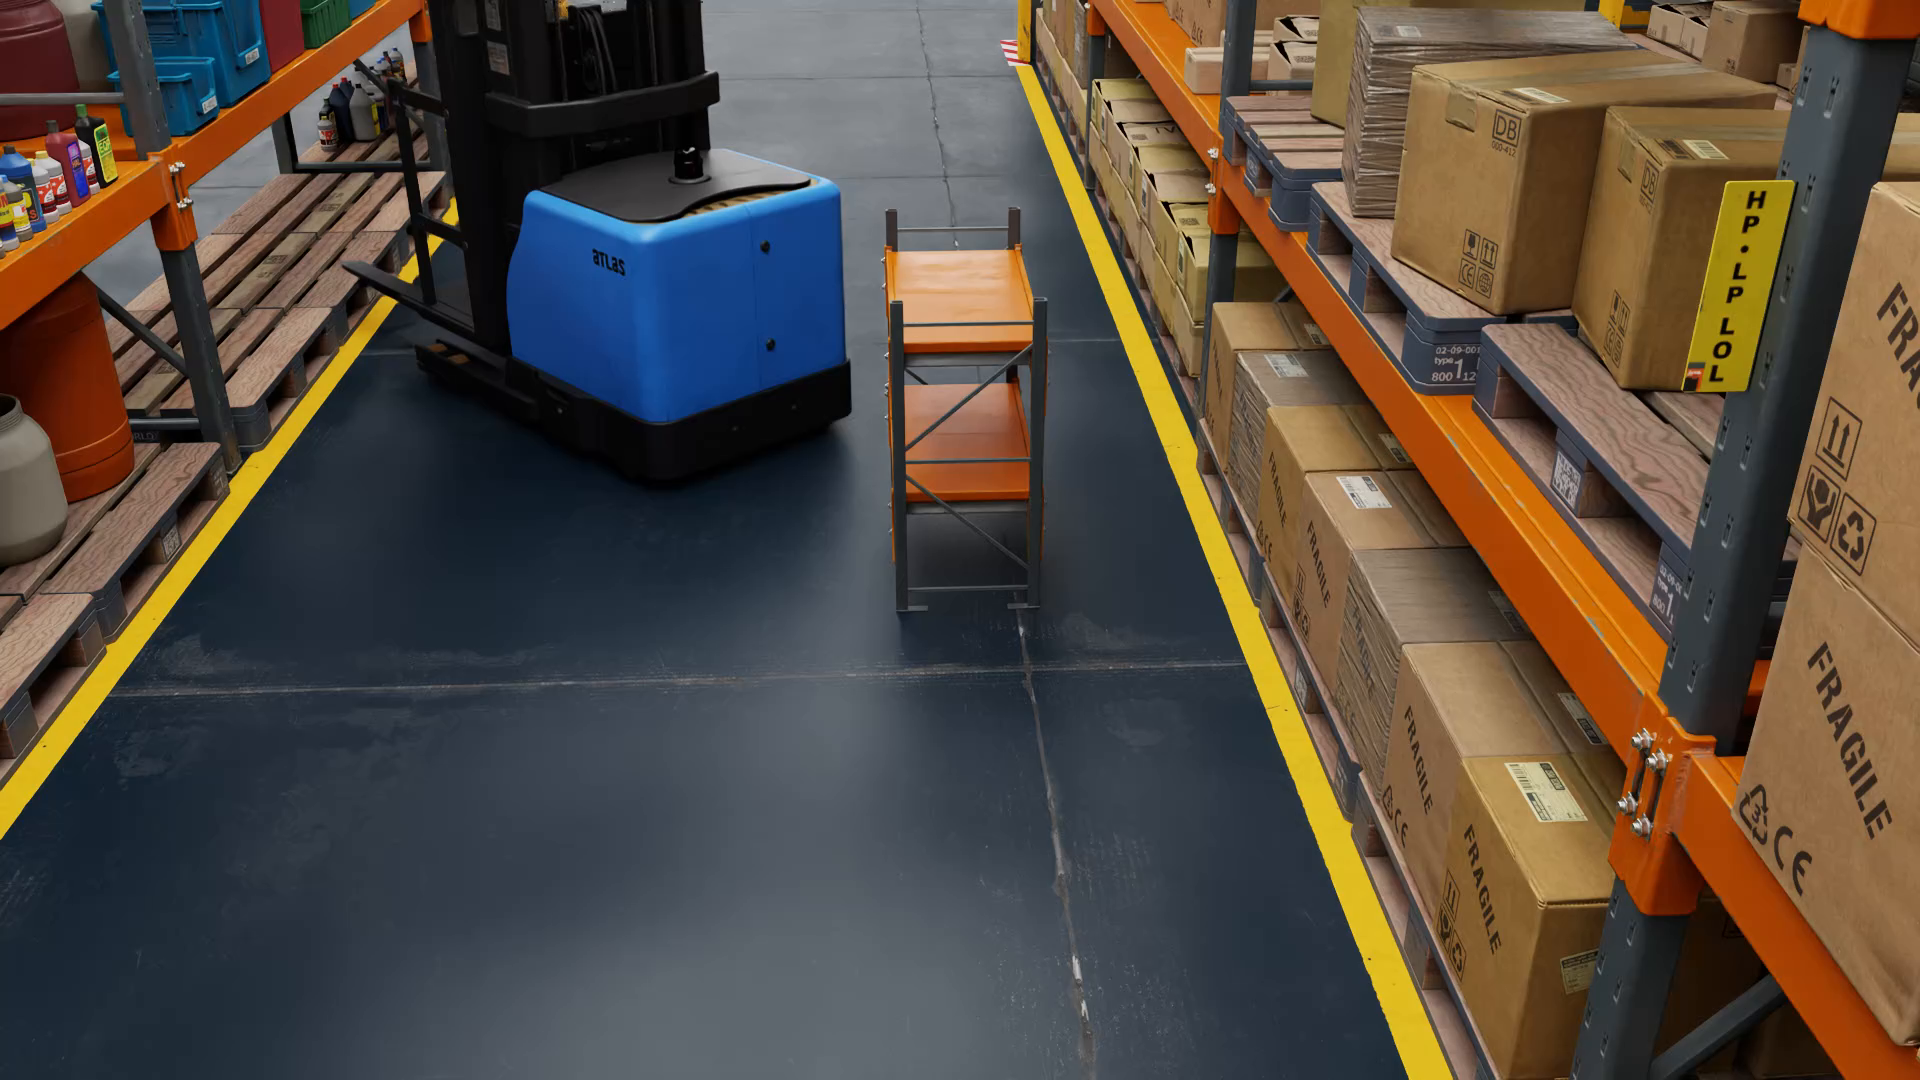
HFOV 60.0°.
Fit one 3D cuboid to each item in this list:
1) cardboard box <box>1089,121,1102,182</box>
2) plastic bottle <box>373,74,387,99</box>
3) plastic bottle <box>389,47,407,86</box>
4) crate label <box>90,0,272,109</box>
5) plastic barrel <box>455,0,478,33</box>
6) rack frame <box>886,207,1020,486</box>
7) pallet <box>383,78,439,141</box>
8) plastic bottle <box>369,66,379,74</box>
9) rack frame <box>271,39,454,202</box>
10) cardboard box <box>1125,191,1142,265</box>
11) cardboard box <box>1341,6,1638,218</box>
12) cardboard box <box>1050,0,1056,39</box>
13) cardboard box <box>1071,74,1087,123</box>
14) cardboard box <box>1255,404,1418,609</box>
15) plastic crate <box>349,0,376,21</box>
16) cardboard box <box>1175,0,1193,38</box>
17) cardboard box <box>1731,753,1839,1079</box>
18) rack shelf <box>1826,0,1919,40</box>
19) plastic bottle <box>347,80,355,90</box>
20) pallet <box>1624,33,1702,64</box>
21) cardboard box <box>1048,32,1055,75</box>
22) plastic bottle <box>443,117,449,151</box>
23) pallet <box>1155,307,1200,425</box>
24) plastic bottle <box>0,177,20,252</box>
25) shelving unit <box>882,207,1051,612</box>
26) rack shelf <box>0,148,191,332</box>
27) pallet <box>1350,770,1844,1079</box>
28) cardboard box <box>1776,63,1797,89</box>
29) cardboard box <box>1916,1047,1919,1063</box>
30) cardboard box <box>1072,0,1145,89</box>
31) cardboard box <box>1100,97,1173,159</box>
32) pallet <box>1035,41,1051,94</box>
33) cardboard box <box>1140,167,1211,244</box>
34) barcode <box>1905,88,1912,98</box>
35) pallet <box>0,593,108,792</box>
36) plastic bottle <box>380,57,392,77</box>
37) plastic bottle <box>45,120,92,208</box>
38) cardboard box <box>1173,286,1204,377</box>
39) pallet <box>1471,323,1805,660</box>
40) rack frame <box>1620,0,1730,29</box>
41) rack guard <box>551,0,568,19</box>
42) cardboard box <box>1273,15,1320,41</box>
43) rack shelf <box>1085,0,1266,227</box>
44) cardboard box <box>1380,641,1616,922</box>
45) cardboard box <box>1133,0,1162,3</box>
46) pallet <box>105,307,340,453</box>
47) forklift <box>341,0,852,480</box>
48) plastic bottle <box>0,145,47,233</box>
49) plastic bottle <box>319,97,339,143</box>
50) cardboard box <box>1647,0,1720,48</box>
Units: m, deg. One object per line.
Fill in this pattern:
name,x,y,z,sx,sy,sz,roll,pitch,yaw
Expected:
cardboard box,1.062,-2.343,10.017,0.500,0.250,0.500,-2,28,-4
plastic bottle,-3.906,-2.983,11.188,0.061,0.283,0.133,-1,28,-3
plastic bottle,-4.084,-3.438,12.073,0.097,0.271,0.097,0,28,0
crate label,-3.231,-2.084,6.964,0.502,0.435,0.616,-1,28,-3
plastic barrel,-3.730,-3.847,12.618,0.421,0.512,0.421,0,28,0
rack frame,-0.026,-0.730,6.434,0.500,1.125,0.032,-1,28,-3
pallet,-3.719,-3.090,11.946,1.003,0.211,1.213,-1,28,-3
plastic bottle,-4.050,-3.140,11.501,0.097,0.271,0.097,0,28,0
rack frame,-3.658,-3.450,9.621,1.000,3.000,0.127,-1,28,-3
cardboard box,1.143,-1.633,8.656,0.500,0.250,0.500,-1,28,-2
cardboard box,1.500,-1.236,4.814,0.700,0.500,0.500,4,28,7
cardboard box,0.952,-4.000,12.385,0.500,0.500,0.500,-1,28,-3
cardboard box,1.030,-2.975,11.230,0.500,0.250,0.500,-1,28,-3
cardboard box,1.290,-0.117,5.458,0.500,0.500,0.500,-2,28,-3
plastic crate,-3.290,-2.941,8.663,0.392,0.384,0.575,-1,28,-3
cardboard box,1.366,-2.783,8.234,0.500,0.500,0.500,-1,28,-3
cardboard box,1.924,0.810,3.680,0.500,0.500,0.500,-3,28,-5
rack shelf,1.810,0.039,0.466,1.077,0.370,4.000,-1,28,-3
plastic bottle,-4.040,-2.894,11.017,0.061,0.283,0.133,0,28,1
pallet,6.037,-3.889,13.478,1.003,0.211,1.213,-1,28,-3
cardboard box,0.941,-3.668,12.557,0.500,0.250,0.500,-1,28,-3
plastic bottle,-3.237,-2.593,10.453,0.097,0.271,0.097,0,28,0
pallet,1.493,-0.865,7.681,1.003,0.211,1.213,-1,28,-3
plastic bottle,-2.982,-1.029,5.119,0.097,0.271,0.097,0,28,0
shelving unit,0.000,-0.496,5.984,0.538,1.125,1.048,-1,28,-3
rack shelf,-3.345,-0.360,4.475,1.077,0.370,4.000,-1,28,-3
pallet,1.626,0.988,4.127,1.003,0.211,1.213,-1,28,-3
cardboard box,6.172,-3.359,12.055,0.380,0.149,0.250,-4,28,-7
cardboard box,1.490,0.560,1.824,0.500,0.500,0.500,-1,28,-2
cardboard box,1.031,-3.308,11.056,0.500,0.500,0.500,-1,28,-3
cardboard box,1.082,-2.356,9.435,0.500,0.311,0.500,-2,28,-3
pallet,1.161,-3.827,13.359,1.003,0.211,1.213,-1,28,-3
cardboard box,1.167,-1.645,8.074,0.500,0.311,0.500,-2,28,-3
barcode,6.490,-3.052,11.388,0.001,0.075,0.075,-1,28,-3
pallet,-3.306,0.559,4.951,1.003,0.211,1.213,-1,28,-3
plastic bottle,-4.066,-3.280,11.769,0.097,0.271,0.097,0,28,0
plastic bottle,-2.990,-1.268,5.564,0.061,0.283,0.133,-1,28,-3
cardboard box,1.226,-0.925,7.299,0.500,0.250,0.500,-1,28,-1
pallet,1.773,-0.160,3.521,1.003,0.211,1.213,-1,28,-3
rack frame,6.026,-5.537,13.622,1.000,3.000,0.127,-1,28,-3
rack guard,-3.816,-4.155,13.676,1.175,0.500,0.348,-1,28,-3
cardboard box,1.644,-2.099,7.127,0.500,0.311,0.500,-2,28,-3
rack shelf,1.393,-2.325,8.243,1.077,0.370,4.000,-1,28,-3
cardboard box,1.377,0.590,4.102,0.500,0.500,0.500,-1,28,-2
cardboard box,1.130,-3.042,9.111,0.380,0.149,0.250,-1,28,-3
pallet,-3.451,-0.725,7.412,1.003,0.211,1.213,-1,28,-3
forklift,-1.856,-2.121,7.148,1.130,2.935,3.031,-24,36,-38
plastic bottle,-2.992,-1.119,5.291,0.097,0.271,0.097,0,28,0
plastic bottle,-4.013,-2.655,10.558,0.061,0.283,0.133,0,28,0
cardboard box,5.972,-4.218,13.525,0.500,0.311,0.500,-4,28,-8
